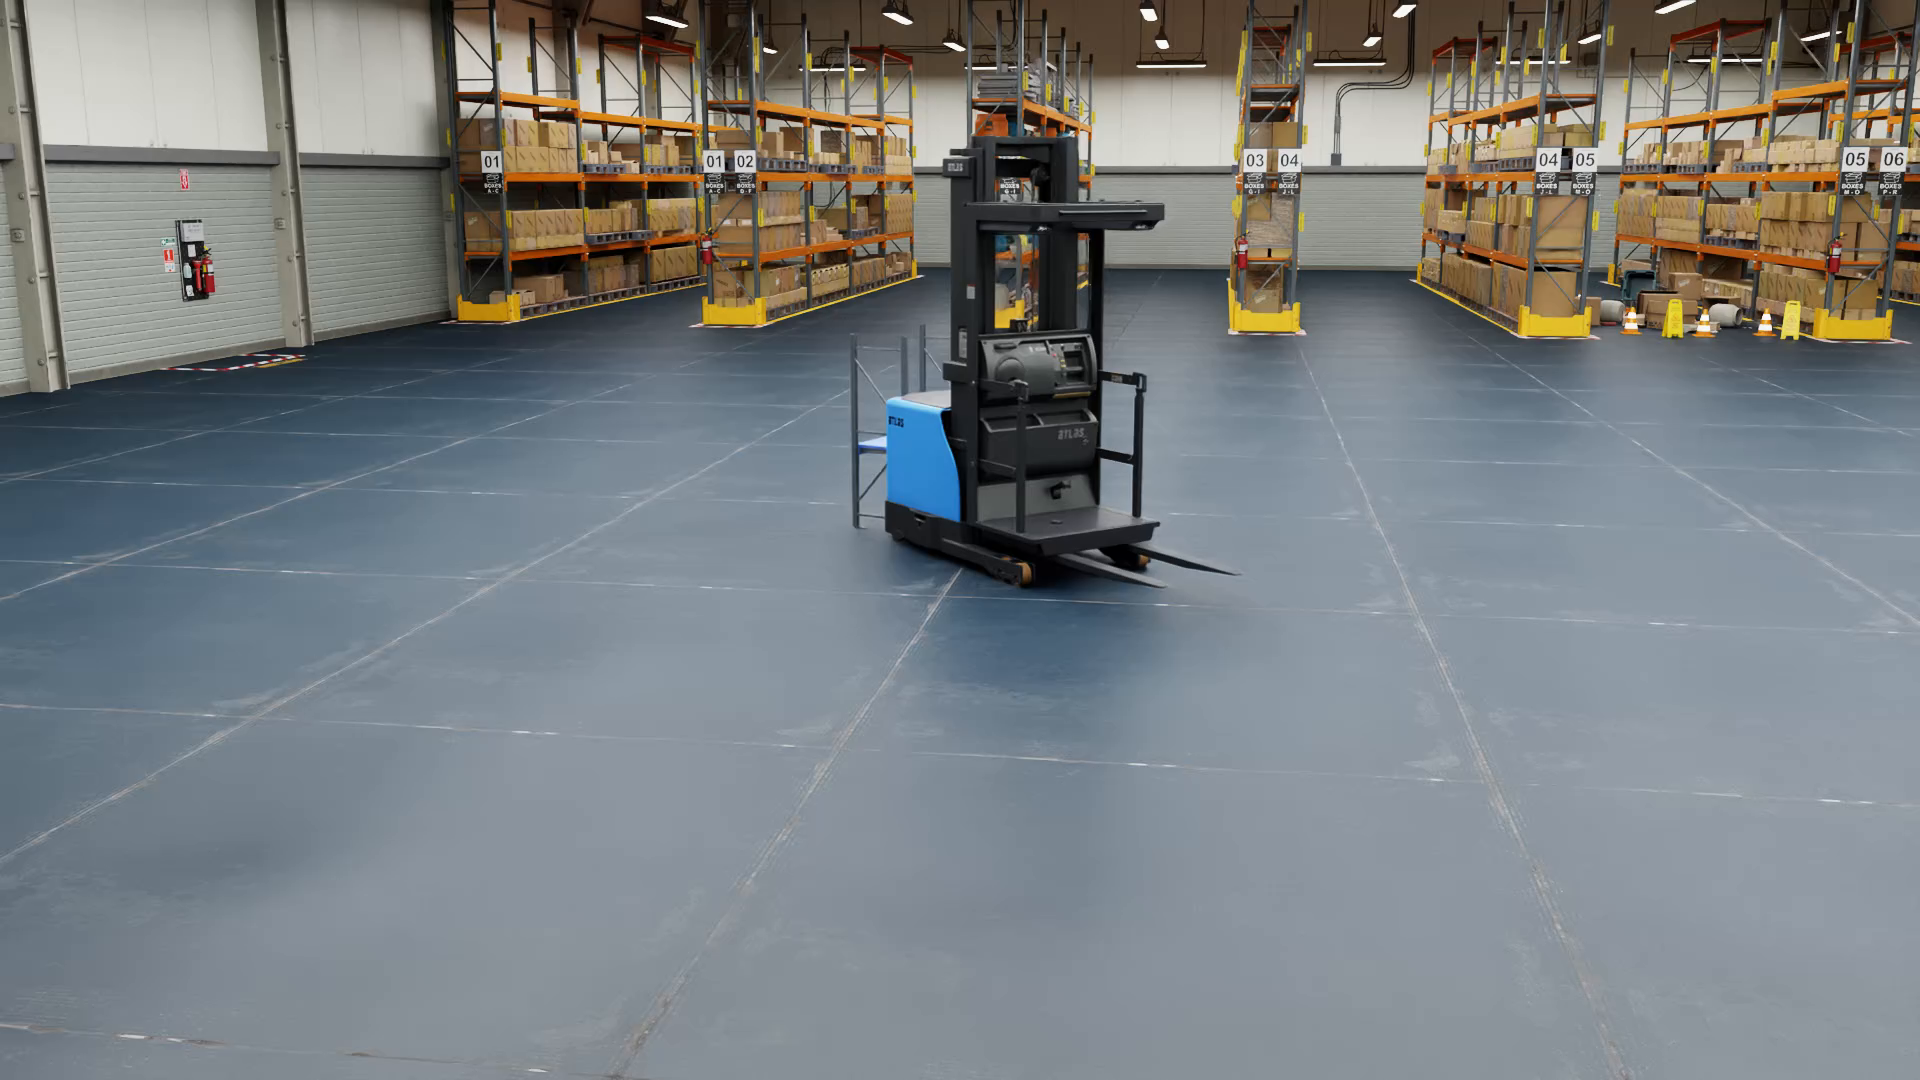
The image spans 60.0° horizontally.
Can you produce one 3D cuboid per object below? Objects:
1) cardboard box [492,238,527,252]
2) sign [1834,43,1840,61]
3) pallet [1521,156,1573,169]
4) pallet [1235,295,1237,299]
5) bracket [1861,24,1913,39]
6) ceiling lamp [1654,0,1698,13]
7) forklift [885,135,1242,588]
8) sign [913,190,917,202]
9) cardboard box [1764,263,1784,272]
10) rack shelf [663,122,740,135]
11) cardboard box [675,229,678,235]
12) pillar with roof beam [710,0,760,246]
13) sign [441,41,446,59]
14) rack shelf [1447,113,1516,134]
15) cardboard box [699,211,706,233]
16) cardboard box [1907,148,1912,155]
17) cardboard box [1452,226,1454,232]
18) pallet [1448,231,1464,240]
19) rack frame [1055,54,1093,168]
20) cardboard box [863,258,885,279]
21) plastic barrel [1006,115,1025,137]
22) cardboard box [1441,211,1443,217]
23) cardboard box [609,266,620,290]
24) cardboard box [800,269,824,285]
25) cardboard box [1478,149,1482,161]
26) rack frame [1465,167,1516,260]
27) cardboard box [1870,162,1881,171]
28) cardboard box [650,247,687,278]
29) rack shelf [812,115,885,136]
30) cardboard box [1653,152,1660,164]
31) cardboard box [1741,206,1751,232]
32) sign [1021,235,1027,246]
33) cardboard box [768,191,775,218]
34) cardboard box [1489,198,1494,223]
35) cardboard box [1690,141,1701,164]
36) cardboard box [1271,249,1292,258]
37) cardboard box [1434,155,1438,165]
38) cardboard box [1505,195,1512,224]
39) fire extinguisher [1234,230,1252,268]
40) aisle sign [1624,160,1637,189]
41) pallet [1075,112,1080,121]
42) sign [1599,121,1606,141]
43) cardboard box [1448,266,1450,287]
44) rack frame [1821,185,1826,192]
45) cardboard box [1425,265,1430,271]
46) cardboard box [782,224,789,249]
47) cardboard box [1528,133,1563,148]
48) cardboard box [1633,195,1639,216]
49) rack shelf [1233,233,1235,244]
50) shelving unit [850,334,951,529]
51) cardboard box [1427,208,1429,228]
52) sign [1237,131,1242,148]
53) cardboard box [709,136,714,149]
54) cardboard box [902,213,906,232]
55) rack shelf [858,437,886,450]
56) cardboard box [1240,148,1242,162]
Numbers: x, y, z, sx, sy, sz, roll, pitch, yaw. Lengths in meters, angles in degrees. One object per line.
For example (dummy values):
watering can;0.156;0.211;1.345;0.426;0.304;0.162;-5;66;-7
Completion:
cardboard box;-8.773;-5.753;32.377;0.500;0.250;0.500;2;12;7
sign;16.462;-9.162;31.242;0.100;0.325;0.005;2;12;9
pallet;10.510;-6.640;29.274;1.003;0.211;1.213;2;12;9
pallet;6.440;-5.130;35.798;1.003;0.211;1.213;2;12;9
bracket;23.171;-12.703;41.533;0.076;0.066;4.783;2;12;9
ceiling lamp;13.750;-11.584;31.031;0.800;3.185;2.000;2;12;9
forklift;0.667;-1.234;11.262;1.130;2.935;3.031;-8;14;-33
sign;-1.261;-9.595;46.396;0.100;0.325;0.005;2;12;9
cardboard box;15.492;-5.162;31.537;0.380;0.149;0.250;2;12;9
rack shelf;-7.009;-11.025;44.949;1.077;0.370;4.000;2;12;9
cardboard box;-7.328;-7.768;41.966;0.380;0.149;0.250;2;12;7
pillar with roof beam;-2.887;-12.439;48.854;9.100;9.000;0.548;2;12;9
sign;-9.707;-9.214;31.296;0.100;0.325;0.005;2;12;9
rack shelf;11.944;-9.529;38.008;1.077;0.370;4.000;2;12;9
cardboard box;-7.217;-8.482;44.021;0.980;0.700;0.700;2;12;10
cardboard box;21.454;-8.685;37.211;0.380;0.149;0.250;2;12;9
cardboard box;11.338;-7.033;37.606;0.380;0.149;0.250;2;12;10
pallet;11.901;-7.047;38.529;1.003;0.211;1.213;2;12;9
rack frame;3.088;-11.668;45.273;1.000;3.000;0.127;2;12;9
cardboard box;-2.214;-6.945;42.487;0.500;0.500;0.500;2;12;8
plastic barrel;0.983;-7.950;32.956;0.600;0.901;0.708;2;12;9
cardboard box;11.658;-7.755;39.545;0.380;0.149;0.250;2;12;9
cardboard box;-8.233;-6.024;38.217;0.700;0.500;0.500;2;12;8
cardboard box;-3.260;-5.716;36.094;0.500;0.311;0.500;2;12;8
cardboard box;11.231;-8.127;35.085;0.500;0.250;0.500;2;12;10
rack frame;11.637;-6.728;36.590;1.000;3.000;0.127;2;12;9
cardboard box;15.685;-6.325;28.198;0.380;0.149;0.250;2;12;9
cardboard box;-7.422;-7.053;42.207;0.750;0.750;0.750;2;12;10
rack shelf;-2.729;-10.033;40.344;1.077;0.370;4.000;2;12;9
cardboard box;16.941;-9.219;40.116;0.396;0.266;0.258;2;12;10
cardboard box;15.848;-6.362;32.954;0.500;0.500;0.500;2;12;9
sign;1.170;-5.521;30.335;0.100;0.325;0.005;2;12;9
cardboard box;-4.022;-6.571;32.548;0.700;0.500;0.500;2;12;9
cardboard box;11.247;-6.748;34.076;0.700;0.500;0.500;2;12;9
cardboard box;16.508;-8.521;36.558;0.700;0.500;0.500;1;12;6
cardboard box;5.801;-5.173;29.972;0.380;0.149;0.250;2;12;9
cardboard box;12.298;-9.628;42.100;0.500;0.250;0.500;1;12;7
cardboard box;10.742;-6.194;31.196;0.875;0.550;0.550;2;12;9
fire extinguisher;5.048;-5.197;29.673;0.296;0.674;0.183;2;12;9
aisle sign;17.498;-9.549;43.510;0.394;0.787;0.004;2;12;9
pallet;2.376;-10.374;40.668;1.003;0.211;1.213;2;12;9
sign;10.954;-6.975;28.357;0.100;0.325;0.005;2;12;9
cardboard box;11.729;-6.179;38.980;0.500;0.500;0.500;2;12;10
rack frame;22.679;-8.093;42.928;1.000;3.000;0.127;2;12;9
cardboard box;12.338;-7.090;43.338;0.380;0.149;0.250;2;12;10
cardboard box;-3.869;-6.140;33.628;0.700;0.500;0.500;2;12;9
cardboard box;10.206;-6.966;28.991;0.500;0.250;0.500;2;12;9
cardboard box;17.199;-8.381;41.654;0.500;0.500;0.500;2;12;9
rack shelf;7.674;-7.807;43.305;1.077;0.370;4.000;2;12;9
shelving unit;-0.361;-0.901;13.114;0.500;1.500;1.039;7;14;29
cardboard box;12.468;-8.390;43.363;0.500;0.500;0.500;2;12;9
sign;5.587;-8.005;33.238;0.100;0.325;0.005;2;12;9
cardboard box;-6.857;-10.484;44.241;0.500;0.500;0.500;2;12;7
cardboard box;-1.764;-8.631;45.187;0.500;0.500;0.500;2;12;9
rack shelf;-0.359;-0.791;13.142;0.459;0.026;0.952;7;14;29
cardboard box;6.273;-8.369;35.663;0.500;0.500;0.500;2;12;7
